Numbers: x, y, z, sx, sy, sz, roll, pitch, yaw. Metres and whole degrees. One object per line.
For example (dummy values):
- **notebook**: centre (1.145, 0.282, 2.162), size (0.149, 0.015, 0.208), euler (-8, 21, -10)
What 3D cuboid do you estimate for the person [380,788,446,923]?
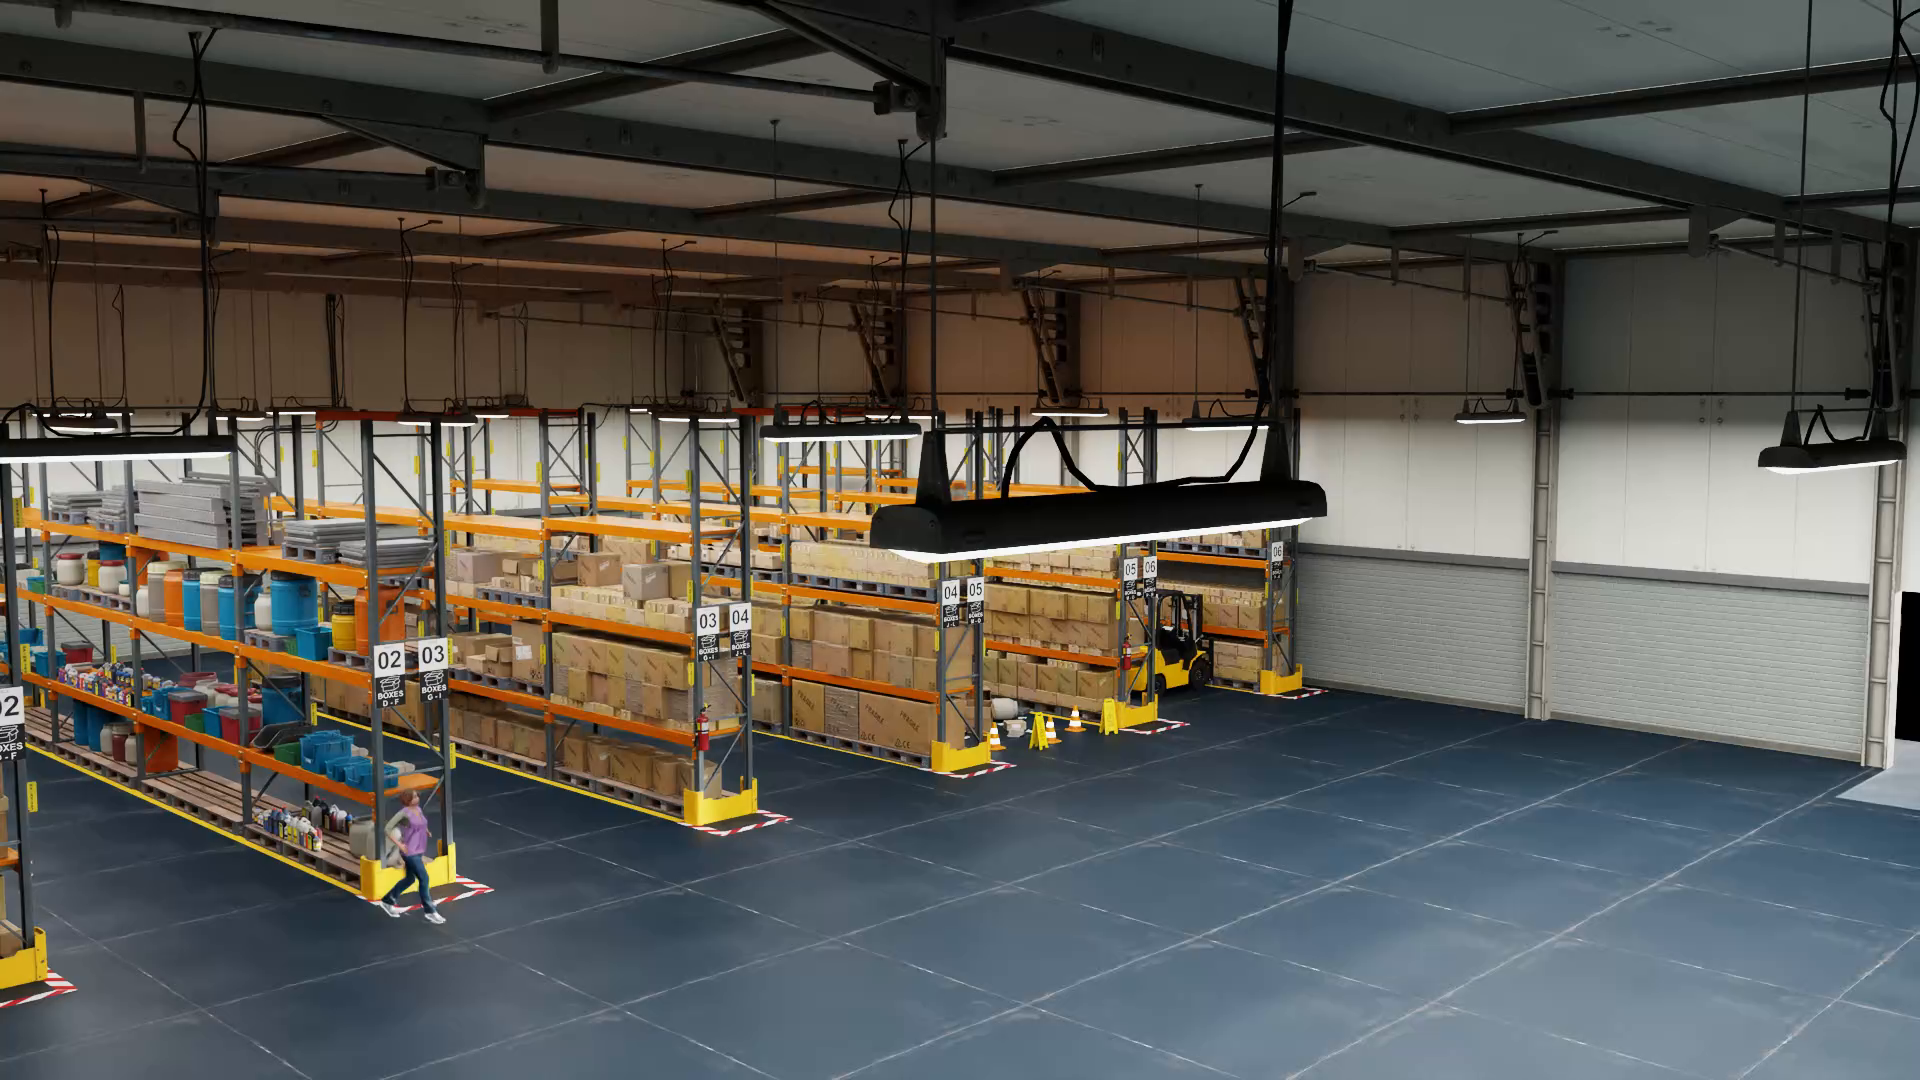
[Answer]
- **person**: centre (-6.556, 3.767, 19.919), size (0.815, 1.608, 0.582), euler (0, 5, 1)
